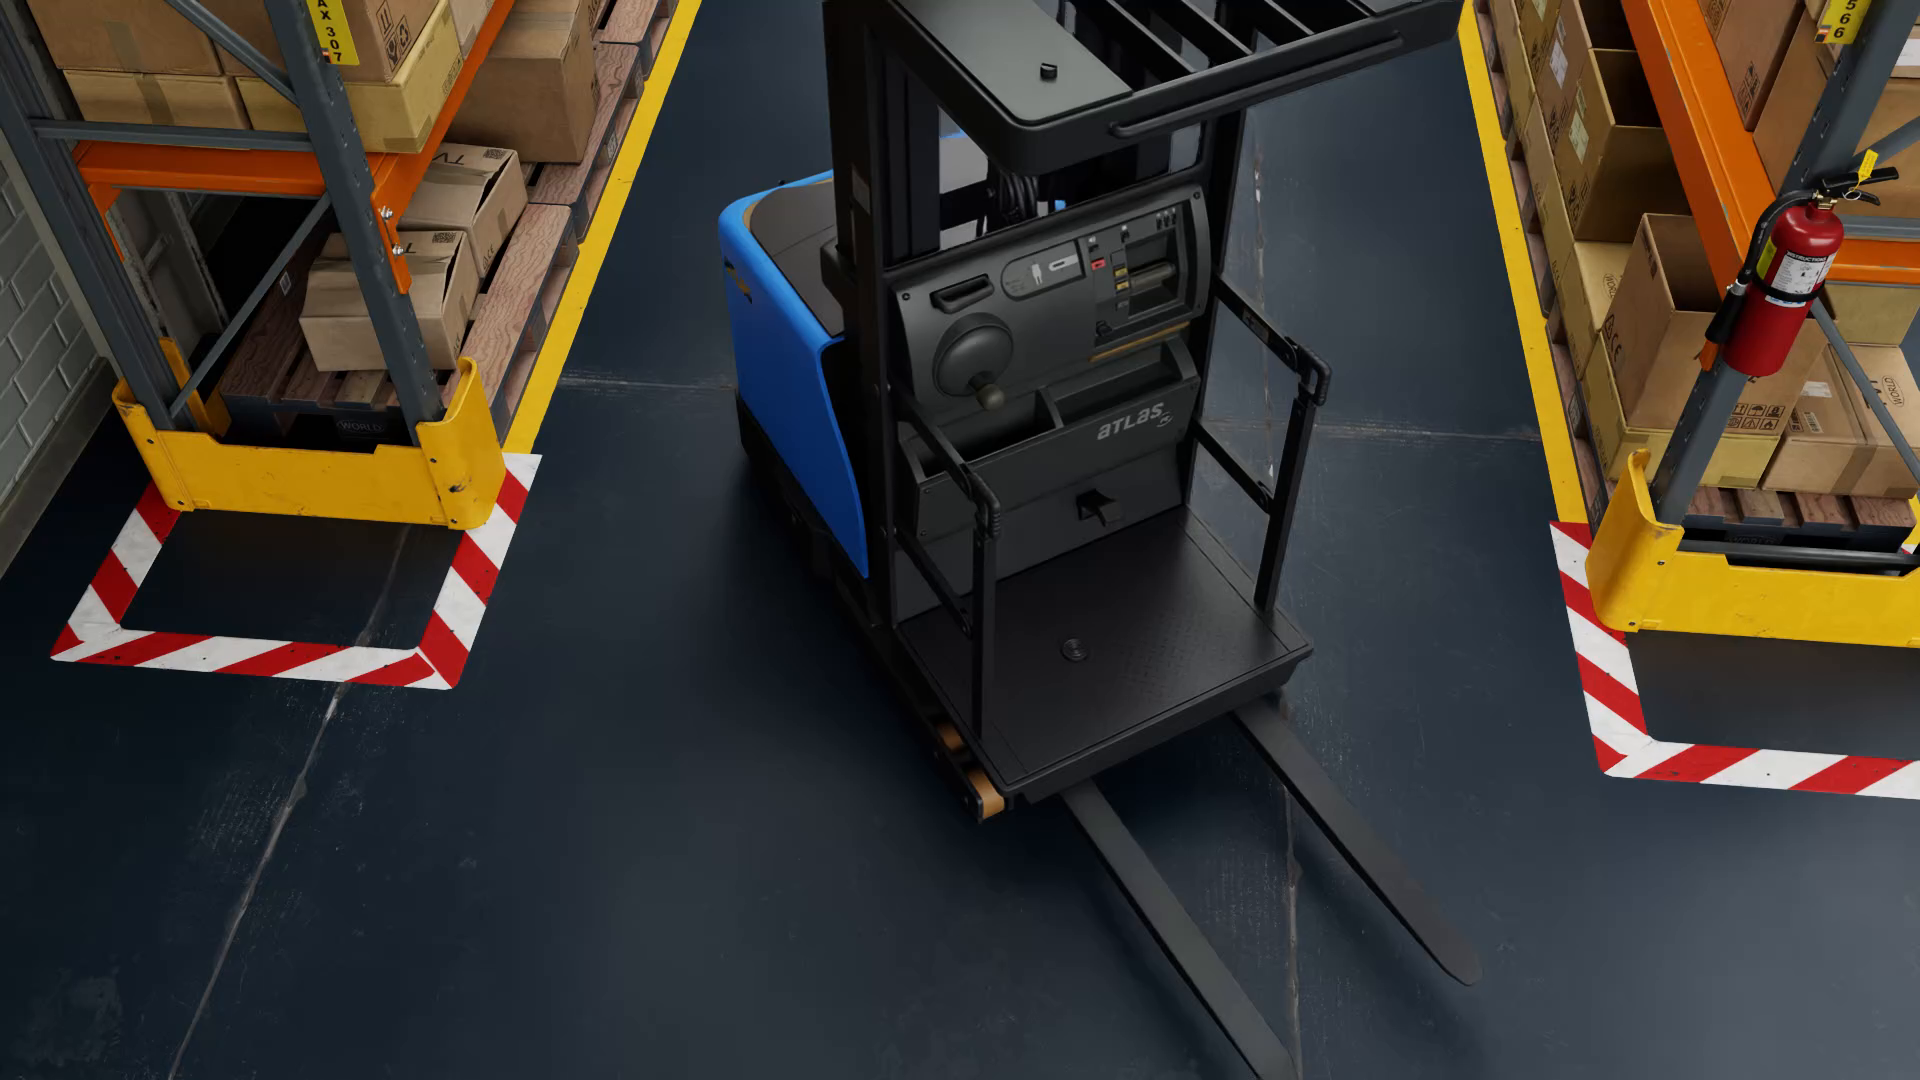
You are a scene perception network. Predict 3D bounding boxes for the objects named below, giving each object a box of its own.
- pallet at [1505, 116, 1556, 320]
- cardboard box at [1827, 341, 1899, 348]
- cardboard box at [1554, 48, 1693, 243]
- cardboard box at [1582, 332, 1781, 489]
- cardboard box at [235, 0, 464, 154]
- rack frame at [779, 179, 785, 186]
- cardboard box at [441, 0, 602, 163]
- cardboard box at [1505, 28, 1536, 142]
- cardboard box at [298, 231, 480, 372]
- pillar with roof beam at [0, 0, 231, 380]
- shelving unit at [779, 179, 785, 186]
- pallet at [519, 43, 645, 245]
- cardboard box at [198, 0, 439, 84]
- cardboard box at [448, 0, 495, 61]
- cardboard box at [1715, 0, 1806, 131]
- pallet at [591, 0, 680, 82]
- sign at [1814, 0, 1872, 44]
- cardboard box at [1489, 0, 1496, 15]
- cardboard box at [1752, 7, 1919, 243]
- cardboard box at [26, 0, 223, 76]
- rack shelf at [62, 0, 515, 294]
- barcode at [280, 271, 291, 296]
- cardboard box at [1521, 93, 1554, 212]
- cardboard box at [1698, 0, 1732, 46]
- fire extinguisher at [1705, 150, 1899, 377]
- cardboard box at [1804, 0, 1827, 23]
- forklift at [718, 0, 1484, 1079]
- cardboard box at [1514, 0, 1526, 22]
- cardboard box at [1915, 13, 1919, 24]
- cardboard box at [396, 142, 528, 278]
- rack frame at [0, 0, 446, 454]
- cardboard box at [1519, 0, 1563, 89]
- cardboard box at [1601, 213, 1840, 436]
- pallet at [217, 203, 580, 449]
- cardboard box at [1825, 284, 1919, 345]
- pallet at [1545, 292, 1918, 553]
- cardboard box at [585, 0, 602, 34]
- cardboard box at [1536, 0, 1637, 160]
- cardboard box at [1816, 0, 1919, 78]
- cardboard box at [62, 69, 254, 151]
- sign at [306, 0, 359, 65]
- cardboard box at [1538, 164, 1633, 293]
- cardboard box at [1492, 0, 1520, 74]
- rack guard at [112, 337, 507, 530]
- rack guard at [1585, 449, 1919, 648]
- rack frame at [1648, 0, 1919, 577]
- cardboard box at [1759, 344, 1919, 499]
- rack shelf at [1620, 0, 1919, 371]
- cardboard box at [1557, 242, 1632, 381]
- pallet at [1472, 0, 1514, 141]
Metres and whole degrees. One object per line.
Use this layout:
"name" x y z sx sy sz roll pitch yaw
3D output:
"pallet" 2.847 -1.341 6.833 1.003 0.211 1.213 4 48 4
"cardboard box" 3.017 -0.784 6.013 0.500 0.250 0.500 4 48 4
"cardboard box" 2.534 -1.440 6.105 0.500 0.500 0.500 4 48 4
"cardboard box" 2.460 -0.451 5.709 0.500 0.250 0.500 4 48 4
"cardboard box" -1.868 -1.447 5.129 0.500 0.250 0.500 3 48 2
"rack frame" -0.509 -0.957 6.015 0.240 0.900 0.006 -22 51 -19
"cardboard box" -1.907 -1.916 6.865 0.700 0.500 0.500 1 48 1
"cardboard box" 2.624 -1.922 7.054 0.500 0.250 0.500 4 48 4
"cardboard box" -2.076 -0.897 6.062 0.500 0.311 0.500 -1 48 -1
"pillar with roof beam" 1.261 -3.462 2.818 9.100 9.000 0.400 4 48 4
"shelving unit" -0.460 -0.891 5.955 0.258 0.900 0.210 -22 51 -19
"pallet" -1.998 -1.757 7.214 1.003 0.211 1.213 4 48 4
"cardboard box" -1.885 -1.694 4.846 0.500 0.500 0.500 4 48 4
"cardboard box" -1.835 -1.830 5.479 0.500 0.250 0.500 3 48 2
"cardboard box" 2.803 -1.586 5.100 0.700 0.500 0.500 5 48 5
"pallet" -1.890 -2.656 8.036 1.003 0.211 1.213 4 48 4
"sign" 2.166 -1.341 3.998 0.100 0.325 0.005 4 48 4
"cardboard box" 2.725 -2.656 7.725 0.500 0.250 0.500 4 48 4
"cardboard box" 2.760 -1.199 4.746 0.700 0.500 0.500 4 48 4
"cardboard box" -2.397 -1.724 4.874 0.500 0.500 0.500 3 48 3
"rack shelf" -2.046 -2.381 6.382 1.077 0.370 4.000 4 48 4
"barcode" -2.472 -0.940 6.095 0.001 0.075 0.075 4 48 4
"cardboard box" 2.585 -1.554 6.717 0.500 0.250 0.500 4 48 4
"cardboard box" 2.854 -1.950 5.433 0.700 0.500 0.500 4 48 4
"fire extinguisher" 2.232 -0.742 4.448 0.296 0.674 0.183 4 48 4
"cardboard box" 2.573 -1.562 4.639 0.380 0.149 0.250 5 48 5
"forklift" 0.366 -0.545 4.262 1.130 2.935 3.031 -22 51 -19
"cardboard box" 2.678 -2.542 7.113 0.500 0.500 0.500 4 48 4
"cardboard box" 2.765 -1.676 4.303 0.700 0.500 0.500 4 48 4
"cardboard box" -2.024 -1.316 6.445 0.500 0.311 0.500 7 48 7
"rack frame" -2.228 -1.154 4.772 1.000 3.000 0.127 4 48 4
"cardboard box" 2.625 -2.175 6.777 0.500 0.500 0.500 4 48 4
"cardboard box" 2.458 -0.704 5.432 0.500 0.500 0.500 4 48 4
"pallet" -2.112 -0.863 6.396 1.003 0.211 1.213 4 48 4
"cardboard box" 3.019 -1.037 5.736 0.500 0.500 0.500 4 48 4
"pallet" 2.733 -0.447 6.016 1.003 0.211 1.213 4 48 4
"cardboard box" -1.919 -2.633 7.521 0.500 0.500 0.500 1 48 1
"cardboard box" 2.581 -1.807 6.441 0.500 0.500 0.500 4 48 4
"cardboard box" 2.550 -1.370 4.463 0.380 0.149 0.250 3 48 3
"cardboard box" -2.379 -1.466 5.147 0.500 0.250 0.500 4 48 4
"sign" -1.688 -1.410 4.420 0.100 0.325 0.005 4 48 4
"cardboard box" 2.537 -1.187 6.381 0.500 0.250 0.500 4 48 4
"cardboard box" 2.675 -2.289 7.390 0.500 0.250 0.500 4 48 4
"rack guard" -2.221 -0.366 5.746 1.175 0.500 0.348 4 48 4
"rack guard" 2.703 0.038 5.377 1.175 0.500 0.348 4 48 4
"rack frame" 2.705 -0.823 4.470 1.000 3.000 0.127 4 48 4
"cardboard box" 2.976 -0.416 5.677 0.500 0.250 0.500 4 48 4
"rack shelf" 2.887 -2.050 6.080 1.077 0.370 4.000 4 48 4
"cardboard box" 2.493 -0.819 6.045 0.500 0.250 0.500 4 48 4
"pallet" 2.955 -2.240 7.656 1.003 0.211 1.213 4 48 4
